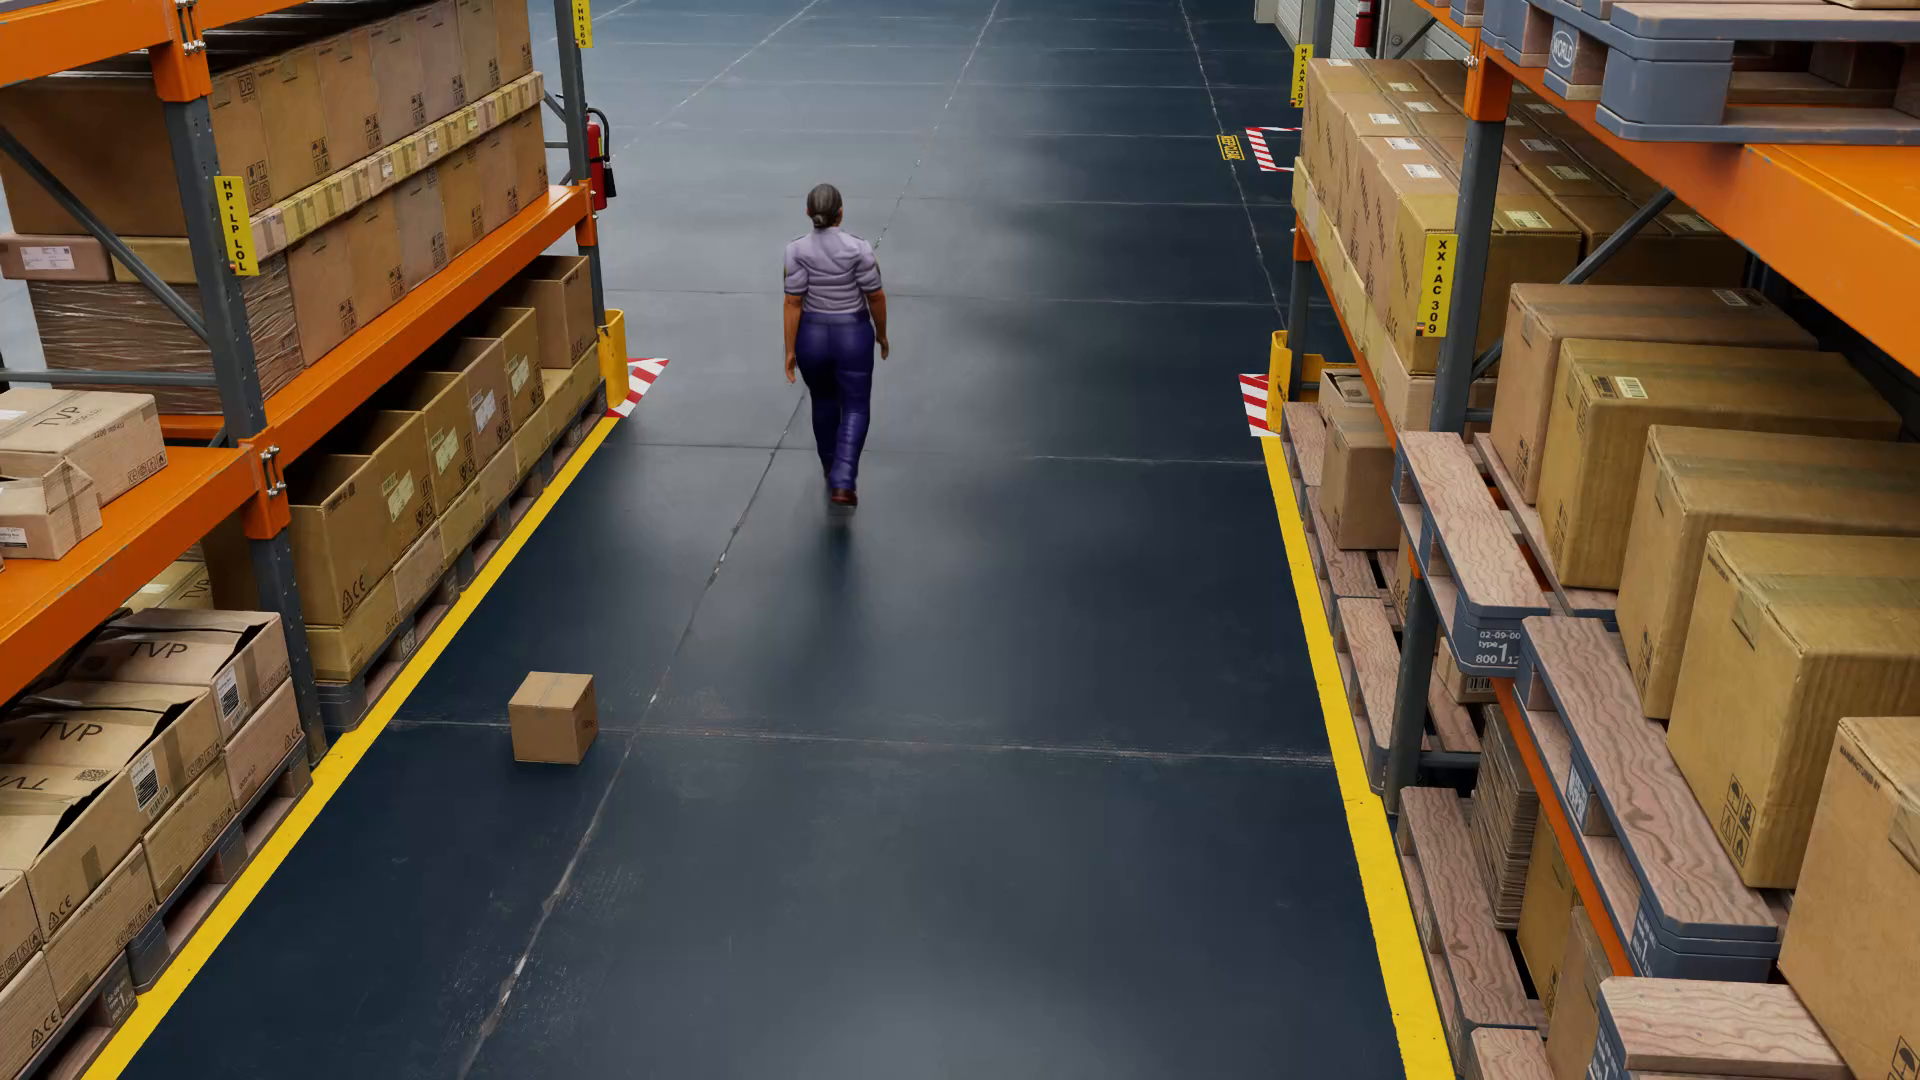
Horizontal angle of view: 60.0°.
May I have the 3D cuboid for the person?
[{"bbox_3d":[-0.609,-0.976,8.234,0.488,1.600,0.948,2,25,5],"label":"person"}]
